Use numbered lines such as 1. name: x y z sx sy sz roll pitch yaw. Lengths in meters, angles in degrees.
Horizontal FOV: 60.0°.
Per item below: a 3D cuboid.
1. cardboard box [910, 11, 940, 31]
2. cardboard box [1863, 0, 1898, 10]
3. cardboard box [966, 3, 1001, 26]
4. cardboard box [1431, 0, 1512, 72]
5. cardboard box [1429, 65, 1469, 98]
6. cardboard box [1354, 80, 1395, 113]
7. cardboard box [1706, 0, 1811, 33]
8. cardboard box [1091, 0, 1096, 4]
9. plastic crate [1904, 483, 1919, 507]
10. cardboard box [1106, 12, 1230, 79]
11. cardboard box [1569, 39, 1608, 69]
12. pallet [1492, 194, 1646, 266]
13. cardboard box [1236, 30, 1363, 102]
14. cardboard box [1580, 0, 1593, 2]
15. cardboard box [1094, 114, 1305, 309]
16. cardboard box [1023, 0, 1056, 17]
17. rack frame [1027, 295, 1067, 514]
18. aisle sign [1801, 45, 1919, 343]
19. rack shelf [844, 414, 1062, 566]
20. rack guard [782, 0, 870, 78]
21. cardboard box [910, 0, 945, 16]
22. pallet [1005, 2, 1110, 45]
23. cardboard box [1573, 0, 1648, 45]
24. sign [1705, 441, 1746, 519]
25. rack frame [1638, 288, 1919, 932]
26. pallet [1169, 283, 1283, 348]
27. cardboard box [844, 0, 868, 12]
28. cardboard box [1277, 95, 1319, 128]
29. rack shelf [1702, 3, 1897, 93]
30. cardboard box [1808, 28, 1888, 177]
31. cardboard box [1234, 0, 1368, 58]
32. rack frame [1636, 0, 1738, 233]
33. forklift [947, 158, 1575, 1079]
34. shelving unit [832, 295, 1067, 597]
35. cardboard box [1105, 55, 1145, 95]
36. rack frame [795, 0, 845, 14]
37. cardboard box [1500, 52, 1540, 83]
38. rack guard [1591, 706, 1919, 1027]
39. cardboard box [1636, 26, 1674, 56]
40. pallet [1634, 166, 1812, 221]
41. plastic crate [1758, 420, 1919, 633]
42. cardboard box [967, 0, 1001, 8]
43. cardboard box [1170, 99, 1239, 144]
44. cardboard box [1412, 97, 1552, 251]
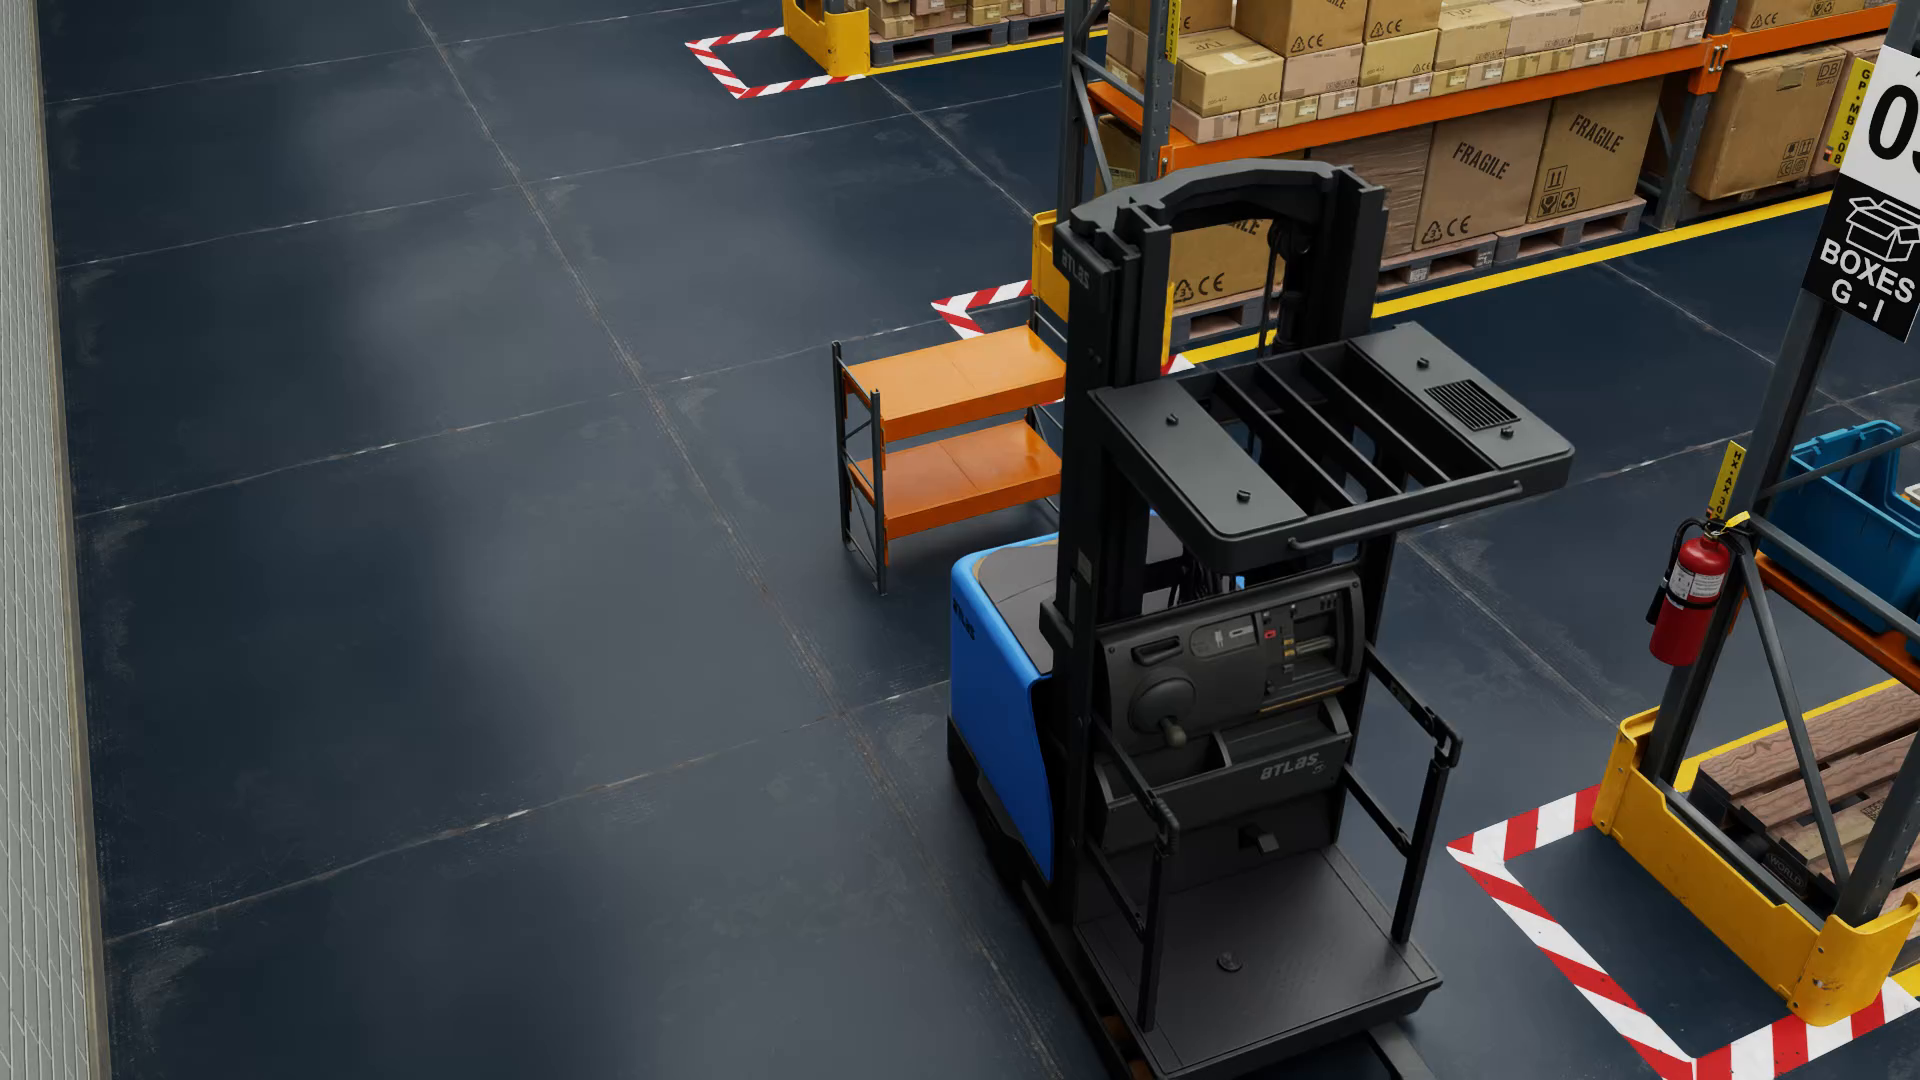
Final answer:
1. cardboard box: -0.356 -4.297 13.566 0.250 0.149 0.380 -16 39 -20
2. cardboard box: 5.899 -3.791 10.759 0.500 0.500 0.500 -17 40 -21
3. cardboard box: 0.144 -4.369 13.663 0.250 0.149 0.380 -15 39 -19
4. cardboard box: 2.791 -2.933 9.562 0.500 0.250 0.500 -16 40 -21
5. cardboard box: 2.701 -2.703 9.588 0.250 0.149 0.380 -17 40 -21
6. cardboard box: 2.238 -2.574 9.414 0.250 0.149 0.380 -16 40 -21
7. cardboard box: 4.991 -3.536 10.416 0.500 0.500 0.500 -15 39 -20
8. cardboard box: 1.041 -4.664 14.061 0.250 0.149 0.380 -15 39 -19
9. plastic crate: 3.613 -0.053 5.975 0.243 0.136 0.396 -16 39 -20
10. cardboard box: 1.173 -2.827 9.420 0.500 0.250 0.500 -16 40 -21
11. cardboard box: 3.633 -2.965 9.940 0.250 0.149 0.380 -15 39 -19
12. pallet: 3.747 -2.244 11.099 1.213 0.211 1.003 -16 39 -20
13. cardboard box: 1.865 -2.672 9.211 0.500 0.250 0.500 -16 39 -20
14. cardboard box: 3.711 -3.490 9.684 0.500 0.500 0.500 -15 39 -19
15. cardboard box: 1.393 -2.023 9.890 0.875 0.875 0.875 -16 39 -20
16. cardboard box: 0.597 -4.501 13.841 0.250 0.149 0.380 -18 40 -22
17. rack frame: 0.454 -0.579 8.086 0.032 1.125 0.500 -16 39 -20
18. aisle sign: 2.762 -1.015 4.918 0.004 0.787 0.394 -16 39 -20
19. rack shelf: -0.006 -0.254 8.058 1.000 0.278 0.538 -16 39 -20
20. rack guard: -1.100 -4.218 13.517 0.348 0.500 1.175 -16 39 -20
21. cardboard box: -0.313 -4.379 13.427 0.250 0.149 0.380 -16 39 -20
22. pallet: 0.754 -4.595 14.268 1.213 0.211 1.003 -16 39 -20
23. cardboard box: 3.713 -3.188 9.907 0.500 0.250 0.500 -14 39 -19
24. sign: 2.704 -0.189 5.850 0.005 0.325 0.100 -16 39 -20
25. rack frame: 2.952 0.169 5.504 0.127 3.000 1.000 -16 39 -20
26. pallet: 1.538 -1.627 10.266 1.213 0.211 1.003 -16 39 -20
27. cardboard box: -0.781 -4.472 13.802 0.250 0.149 0.380 -15 39 -19
28. cardboard box: 1.772 -2.444 9.238 0.250 0.149 0.380 -17 40 -21
29. rack shelf: 6.279 -3.732 11.368 4.000 0.370 1.077 -16 39 -20
30. cardboard box: 5.848 -3.229 11.517 0.875 0.875 1.225 -17 40 -21
31. cardboard box: 1.849 -2.965 8.976 0.500 0.500 0.500 -17 40 -21
32. rack frame: 4.469 -3.515 10.471 0.127 3.000 1.000 -16 39 -20
33. forklift: 0.968 0.458 5.172 1.130 2.935 3.031 -13 39 -17
34. shelving unit: -0.006 -0.450 7.913 1.048 1.125 0.538 -16 39 -20
35. cardboard box: 1.030 -2.669 9.541 0.250 0.149 0.380 -15 39 -19
36. rack frame: -1.168 -5.203 12.746 0.127 3.000 1.000 -16 39 -20
37. cardboard box: 3.169 -2.834 9.764 0.250 0.149 0.380 -16 40 -21
38. rack guard: 2.936 1.186 6.231 0.348 0.500 1.175 -16 39 -20
39. cardboard box: 4.098 -3.094 10.115 0.250 0.149 0.380 -15 39 -19
40. pallet: 5.135 -2.631 11.620 1.213 0.211 1.003 -16 39 -20
41. plastic crate: 3.176 -0.055 5.726 0.499 0.435 0.616 -16 39 -20
42. cardboard box: 0.149 -4.495 13.583 0.250 0.149 0.380 -14 39 -19
43. cardboard box: 1.309 -2.313 9.062 0.250 0.149 0.380 -15 39 -19
44. cardboard box: 3.022 -2.478 10.504 0.875 0.875 0.875 -16 39 -20
